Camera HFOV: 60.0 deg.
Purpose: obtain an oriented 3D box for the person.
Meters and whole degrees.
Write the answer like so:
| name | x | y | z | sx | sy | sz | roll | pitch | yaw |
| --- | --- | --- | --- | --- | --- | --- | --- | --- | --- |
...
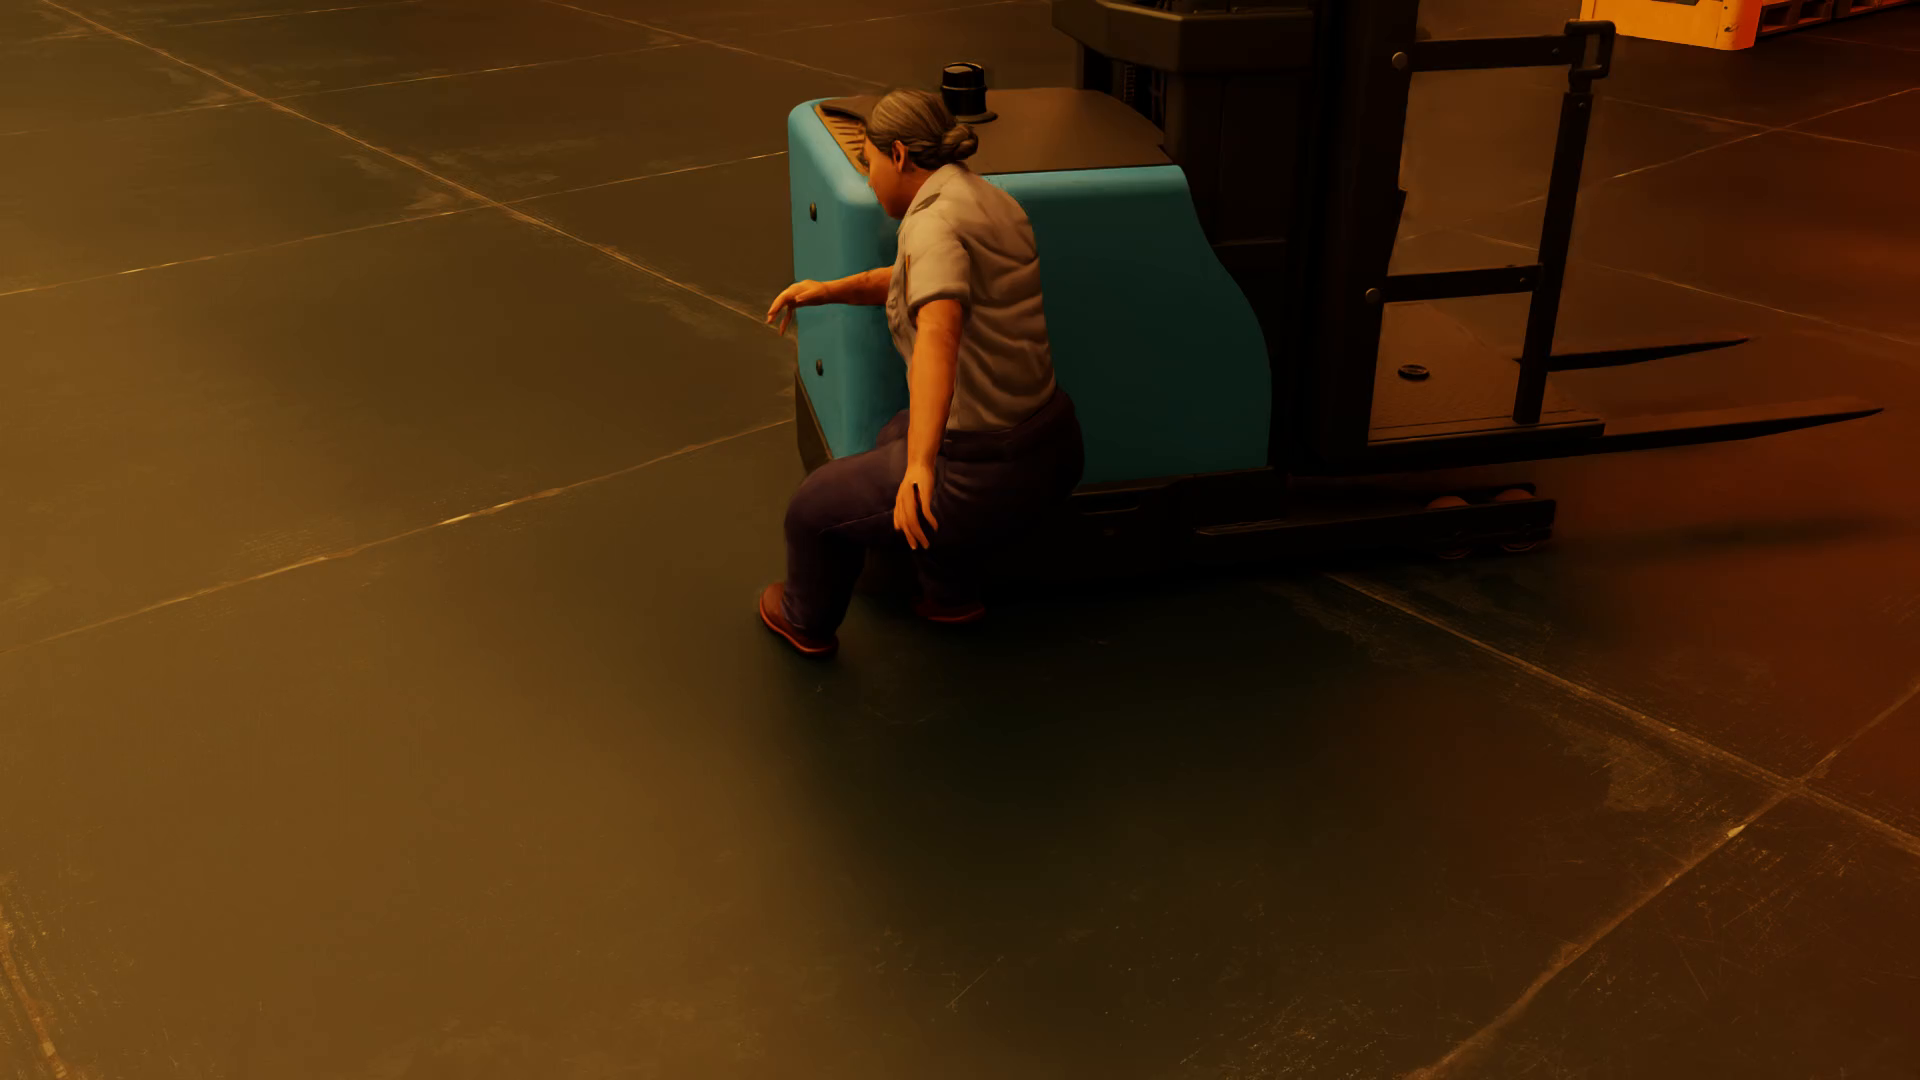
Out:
| name | x | y | z | sx | sy | sz | roll | pitch | yaw |
| --- | --- | --- | --- | --- | --- | --- | --- | --- | --- |
| person | -0.198 | -0.218 | 3.494 | 0.892 | 1.397 | 1.014 | 14 | 30 | 26 |

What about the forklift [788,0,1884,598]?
| name | x | y | z | sx | sy | sz | roll | pitch | yaw |
| --- | --- | --- | --- | --- | --- | --- | --- | --- | --- |
| forklift | 1.097 | -1.484 | 4.194 | 3.031 | 2.935 | 1.130 | -6 | 27 | -12 |
